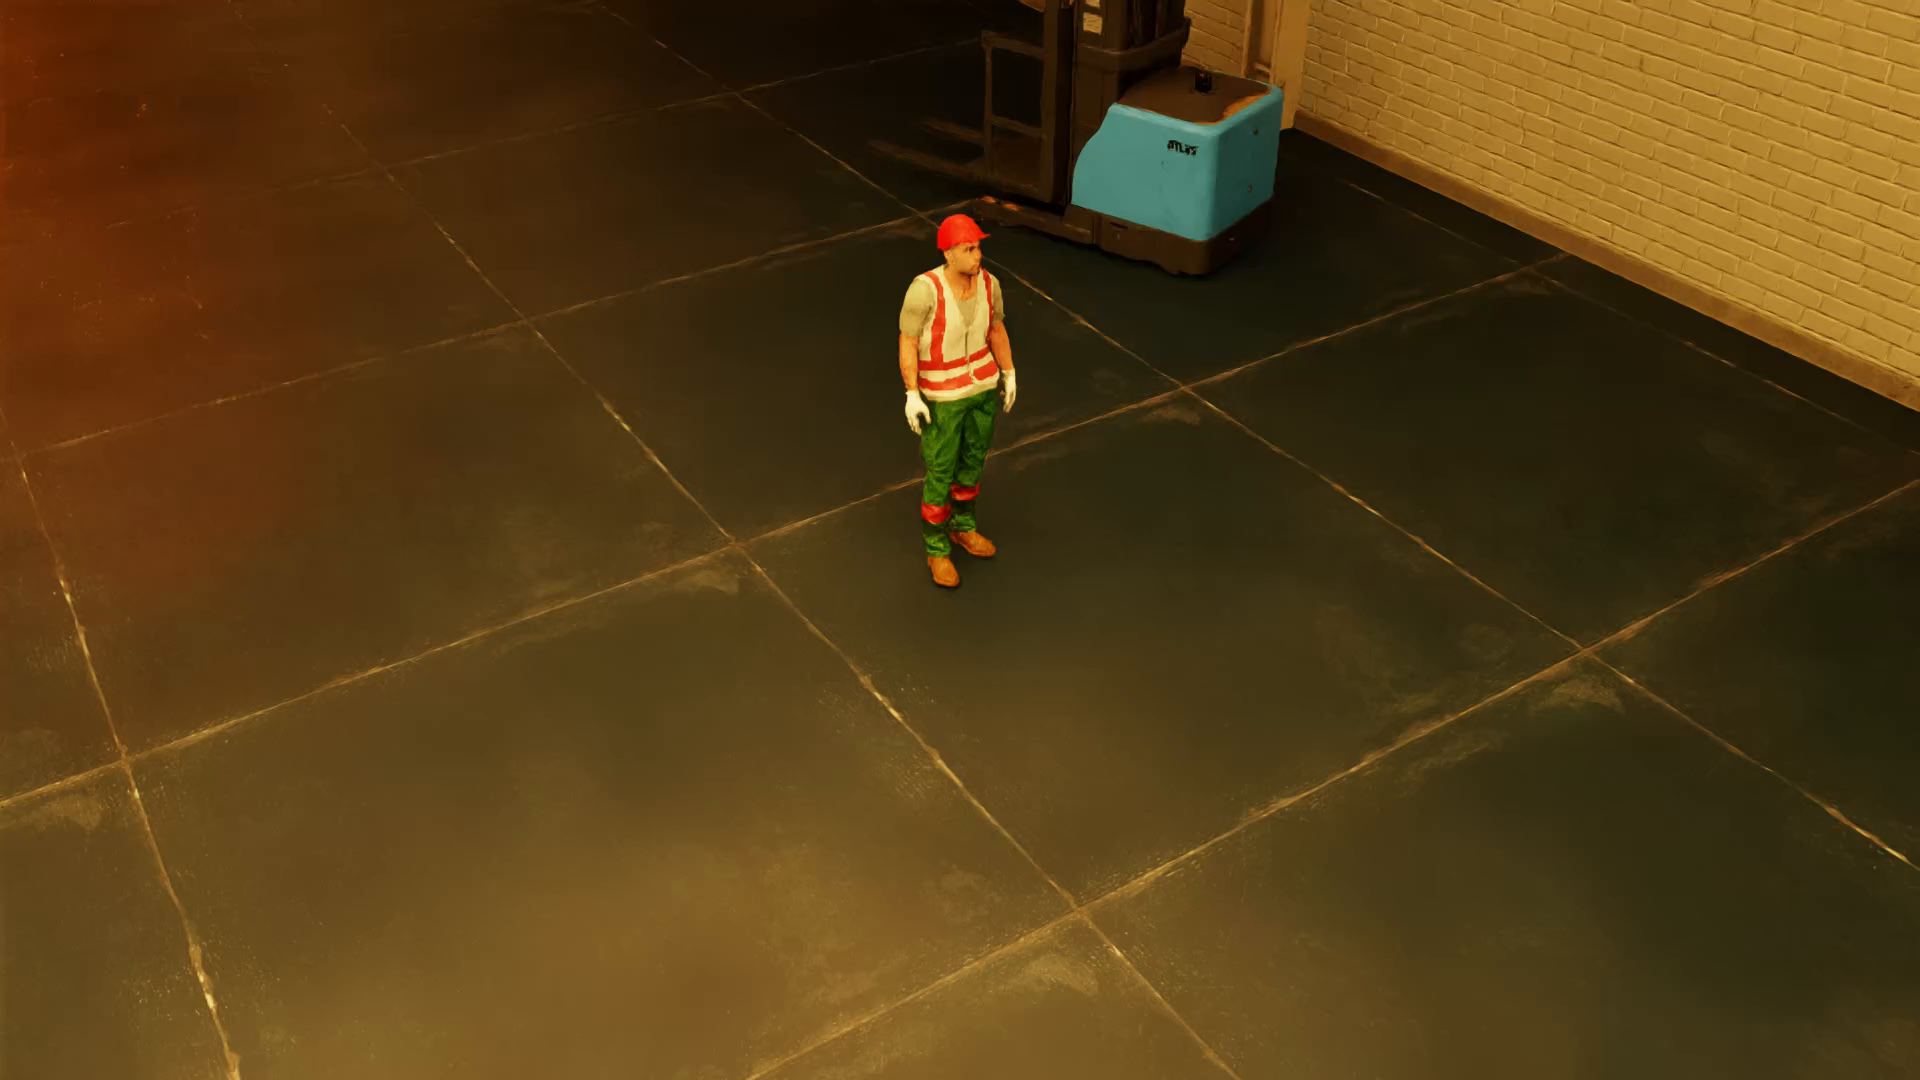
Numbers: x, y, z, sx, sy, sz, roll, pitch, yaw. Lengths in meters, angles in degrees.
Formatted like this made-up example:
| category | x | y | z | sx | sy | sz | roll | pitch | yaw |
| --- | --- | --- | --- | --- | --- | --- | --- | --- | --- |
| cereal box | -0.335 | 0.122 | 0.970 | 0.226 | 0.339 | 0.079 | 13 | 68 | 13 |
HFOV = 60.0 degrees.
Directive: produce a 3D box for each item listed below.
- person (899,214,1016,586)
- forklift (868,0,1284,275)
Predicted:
| category | x | y | z | sx | sy | sz | roll | pitch | yaw |
| --- | --- | --- | --- | --- | --- | --- | --- | --- | --- |
| person | 0.035 | -0.694 | 8.120 | 0.637 | 1.783 | 0.563 | -21 | 40 | -27 |
| forklift | 0.712 | -3.651 | 11.344 | 3.031 | 2.935 | 1.130 | 23 | 41 | 29 |
